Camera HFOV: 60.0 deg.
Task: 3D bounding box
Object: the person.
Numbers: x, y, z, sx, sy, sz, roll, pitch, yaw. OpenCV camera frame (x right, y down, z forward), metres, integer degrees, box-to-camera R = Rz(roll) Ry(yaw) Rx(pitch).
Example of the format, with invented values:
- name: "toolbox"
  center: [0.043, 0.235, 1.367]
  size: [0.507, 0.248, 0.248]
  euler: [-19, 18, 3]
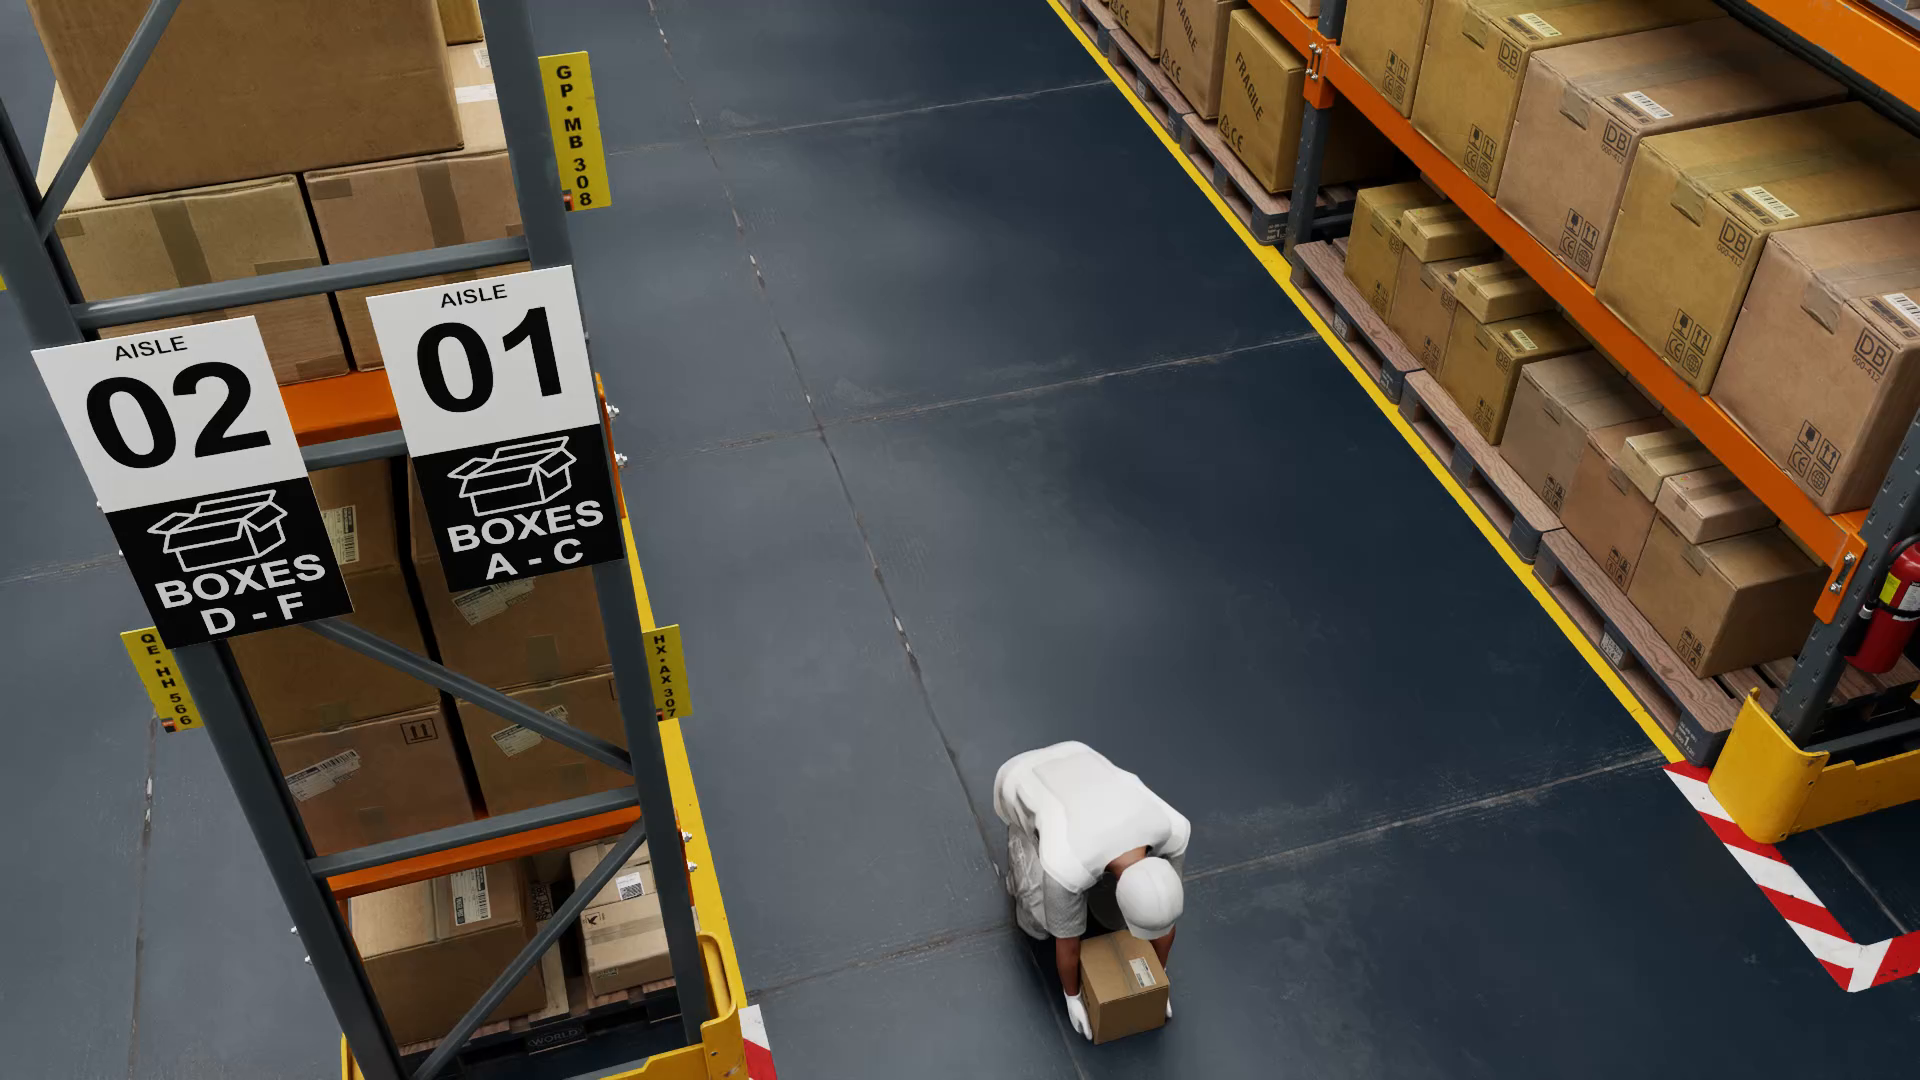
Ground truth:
- name: "person"
  center: [0.460, 1.135, 5.687]
  size: [0.569, 0.878, 0.946]
  euler: [-12, 43, -14]
